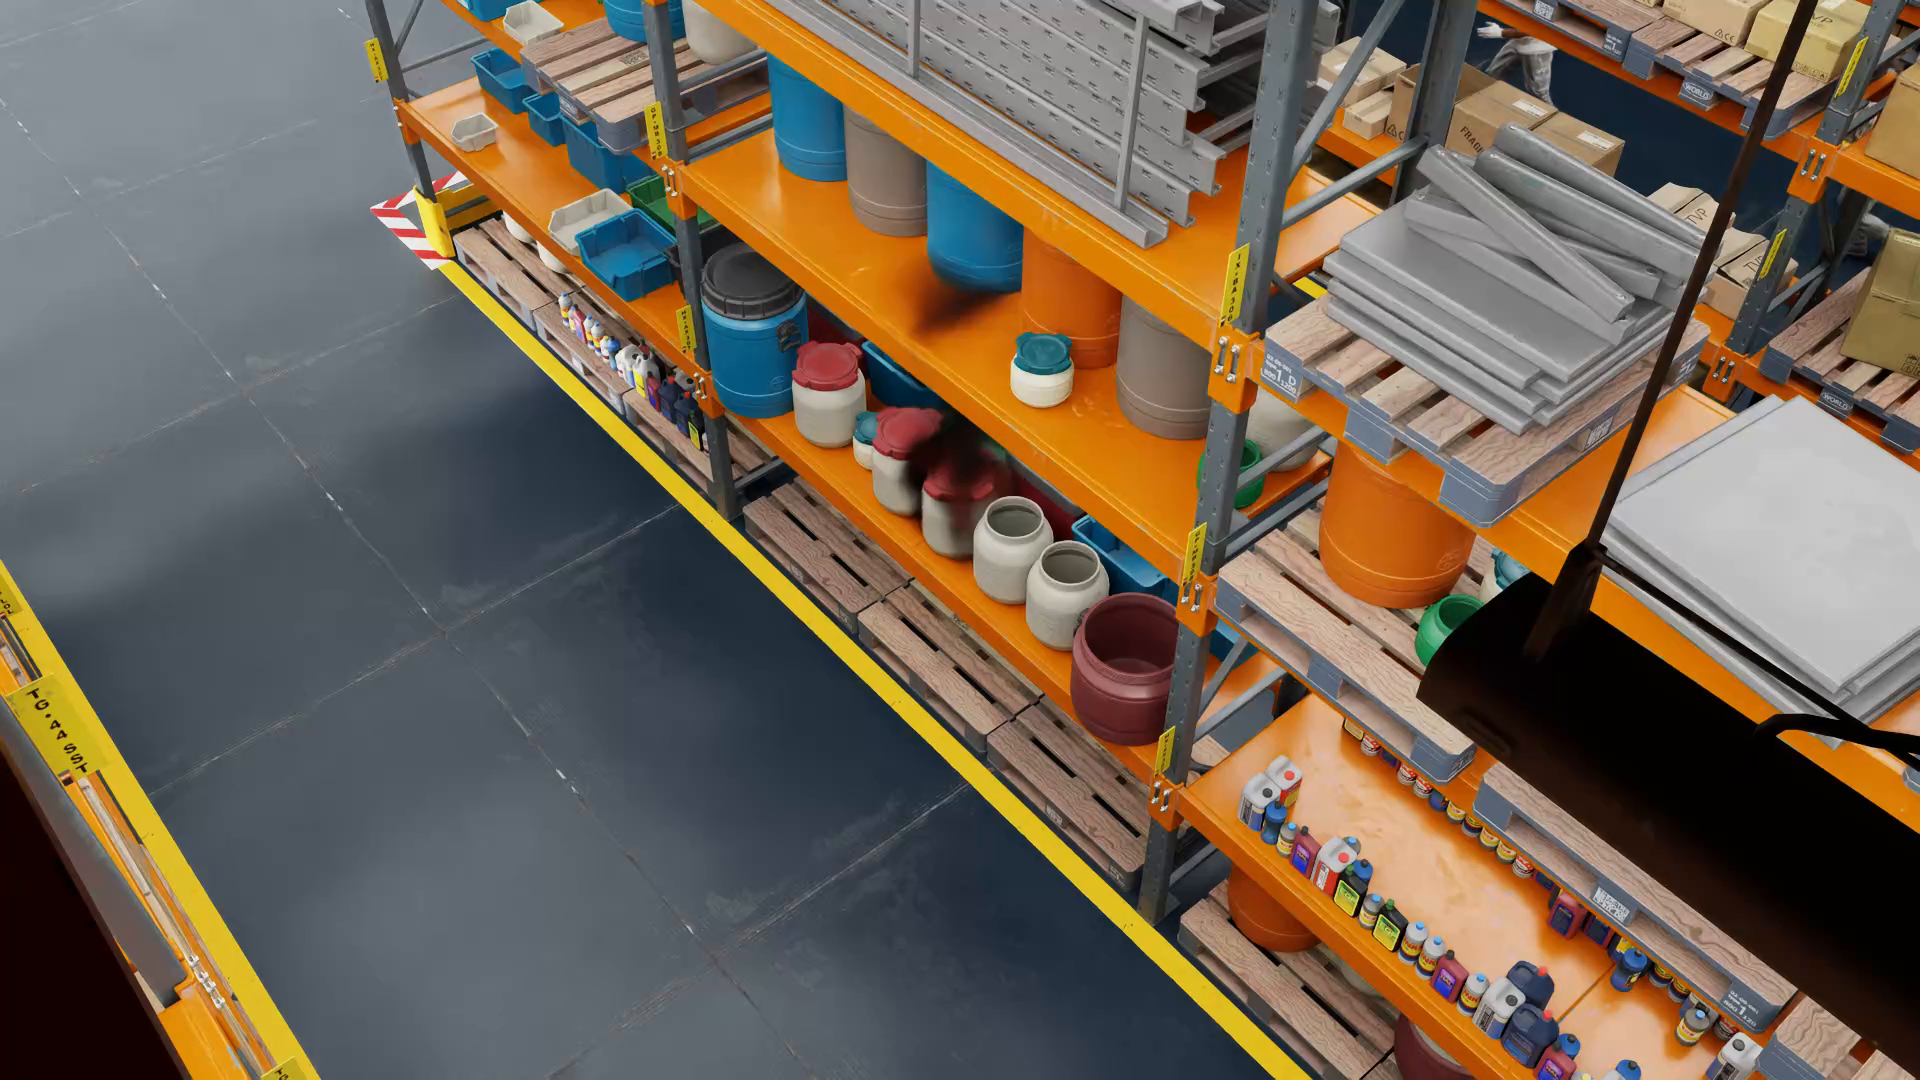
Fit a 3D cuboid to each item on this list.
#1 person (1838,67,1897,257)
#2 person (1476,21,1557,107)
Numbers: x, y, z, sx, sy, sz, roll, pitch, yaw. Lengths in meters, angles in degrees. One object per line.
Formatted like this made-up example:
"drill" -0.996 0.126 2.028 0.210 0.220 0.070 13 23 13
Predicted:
"person" 6.970 -2.825 12.624 0.820 1.506 0.583 19 49 17
"person" 4.622 -4.052 13.688 0.819 1.734 0.678 2 47 2
